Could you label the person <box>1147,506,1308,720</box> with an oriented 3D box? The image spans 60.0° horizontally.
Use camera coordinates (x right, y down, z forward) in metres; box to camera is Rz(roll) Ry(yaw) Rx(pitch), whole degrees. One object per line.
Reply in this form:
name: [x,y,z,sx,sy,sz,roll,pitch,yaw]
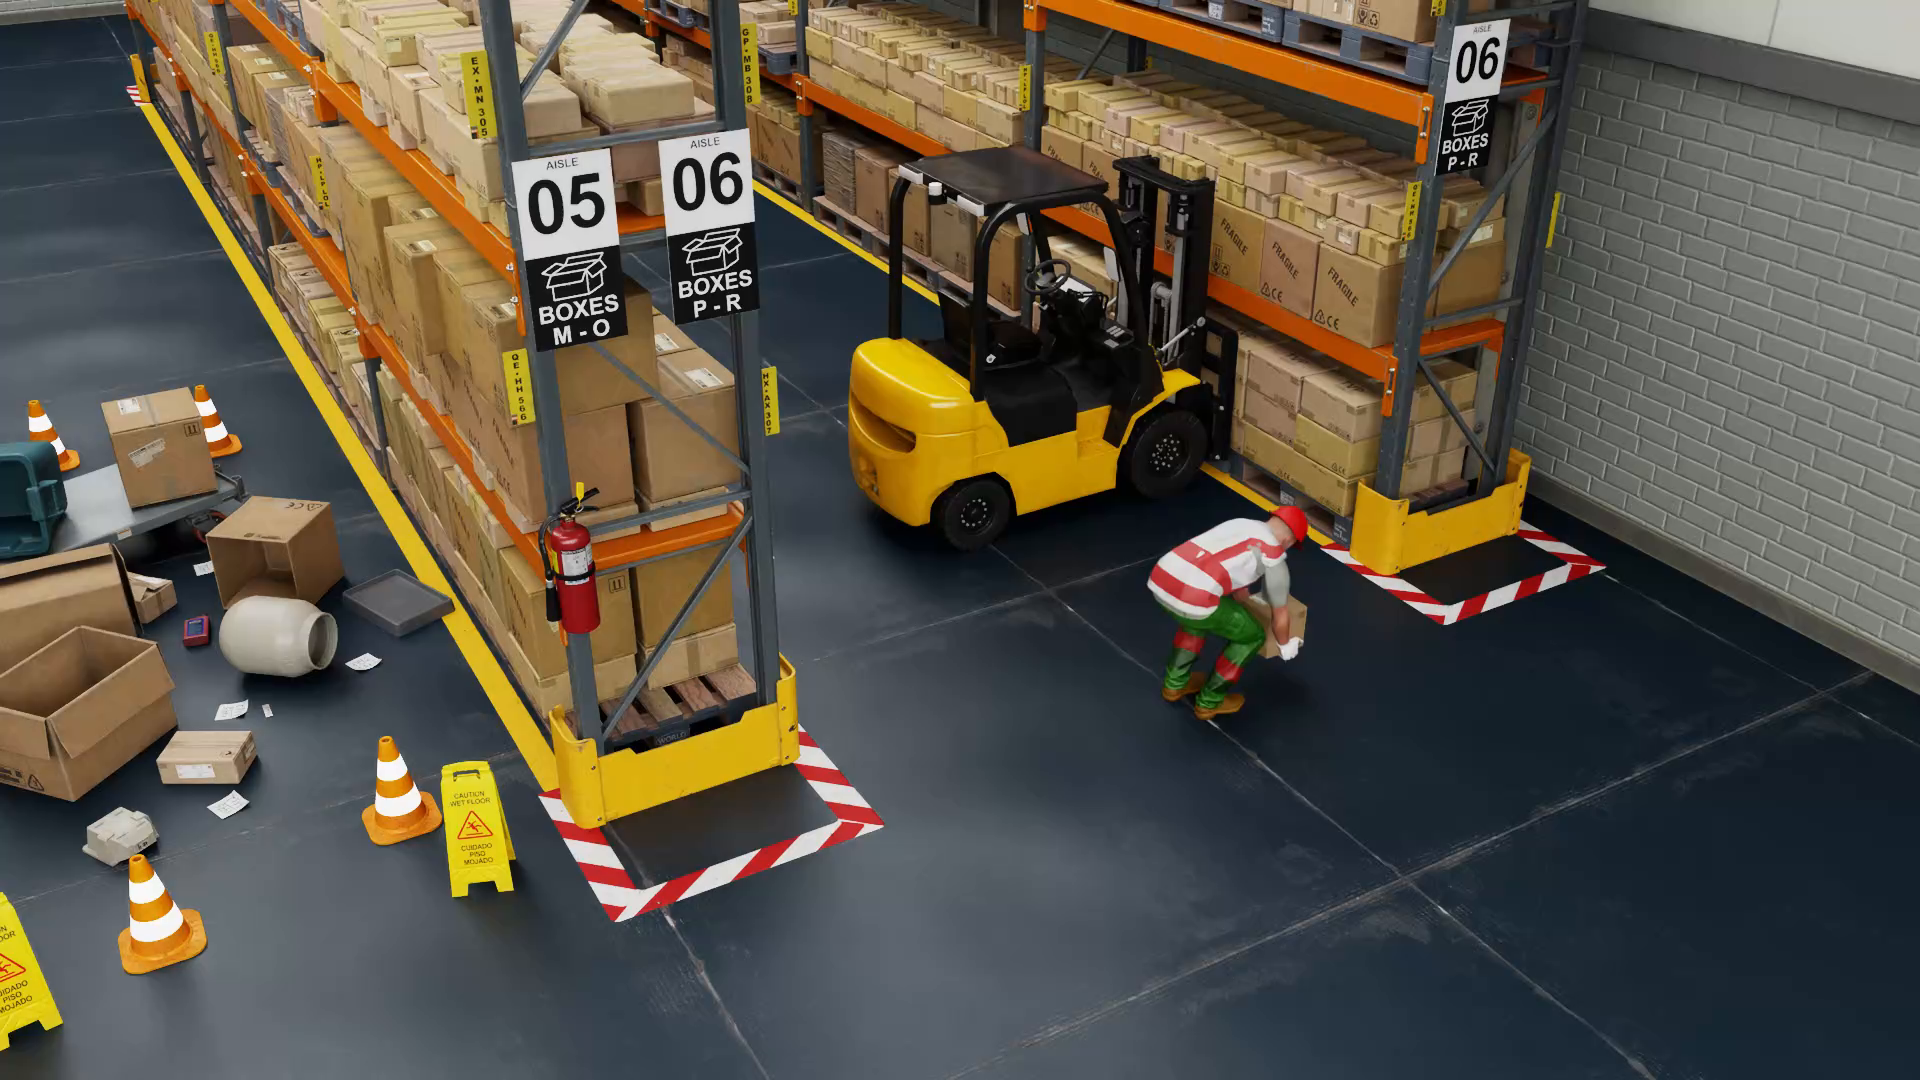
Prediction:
person: [1.403,0.375,8.663,0.958,1.013,0.530,-17,33,-29]
